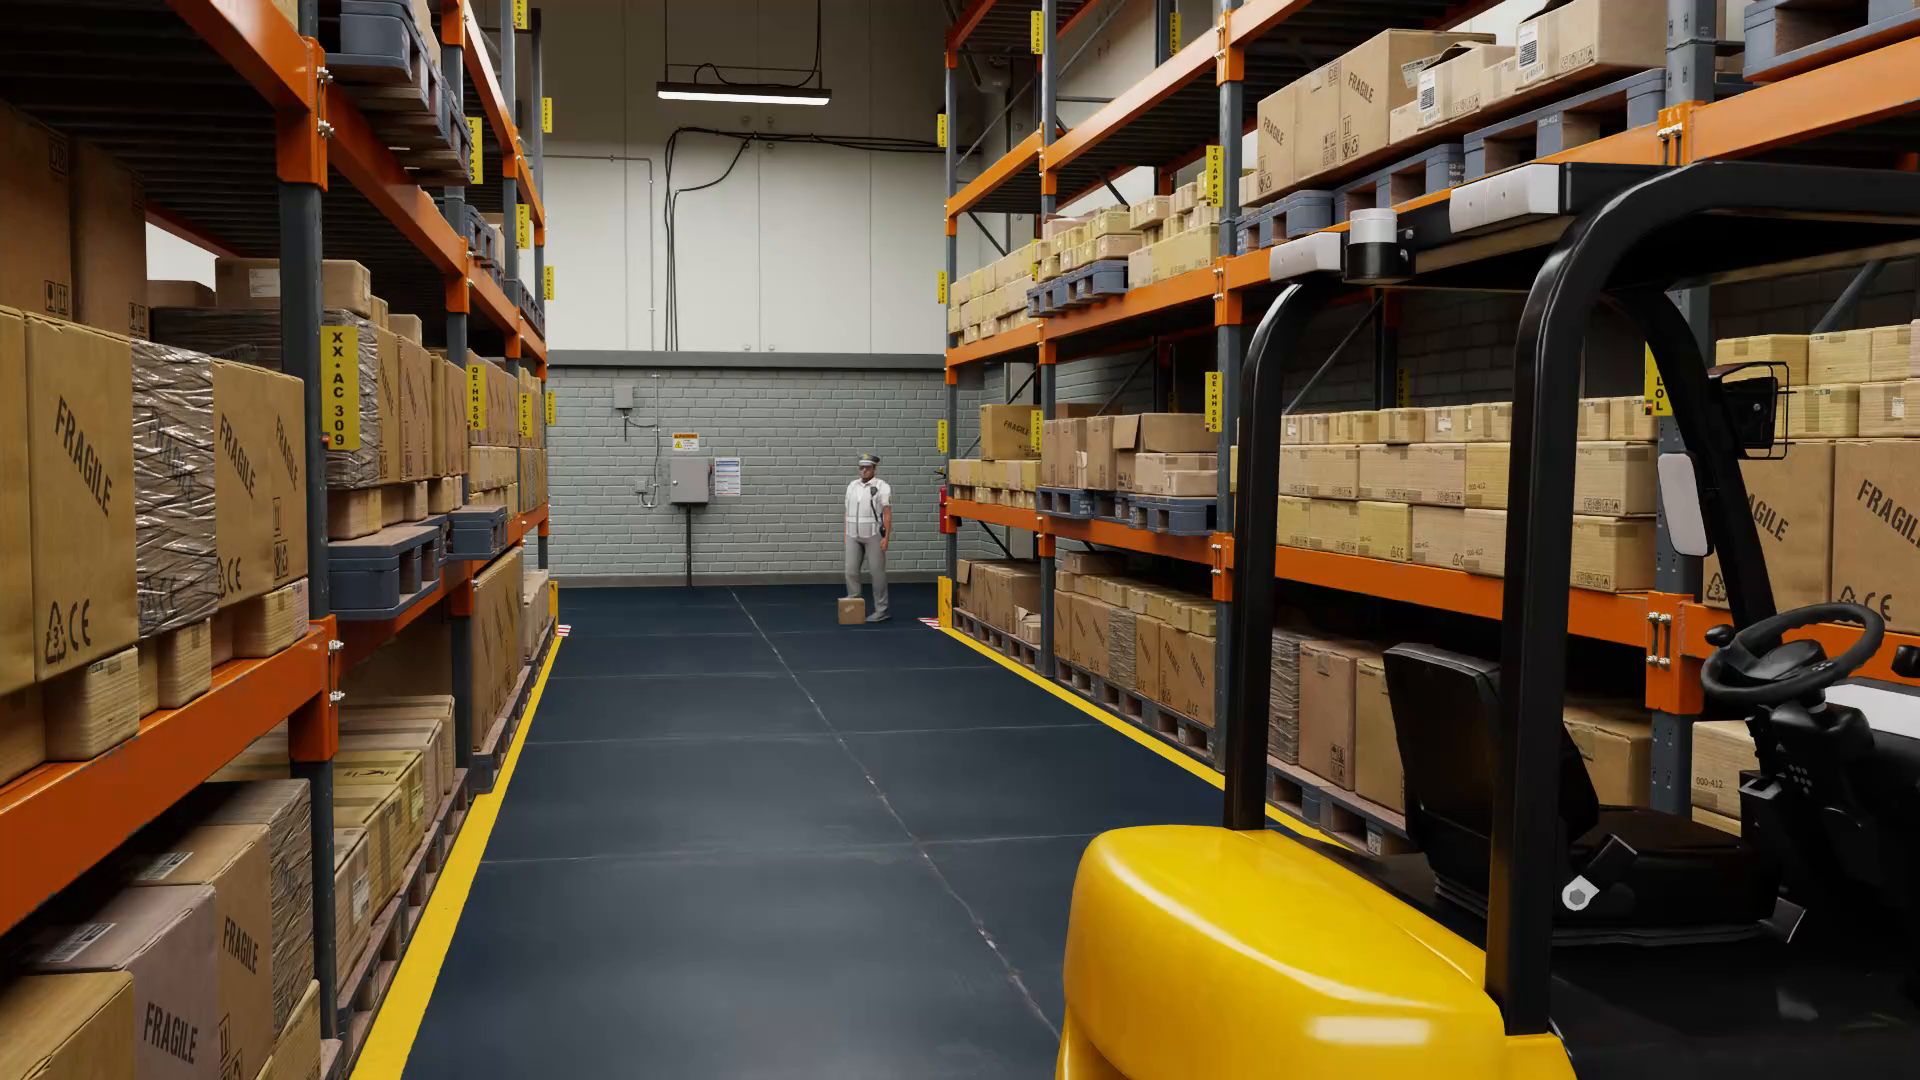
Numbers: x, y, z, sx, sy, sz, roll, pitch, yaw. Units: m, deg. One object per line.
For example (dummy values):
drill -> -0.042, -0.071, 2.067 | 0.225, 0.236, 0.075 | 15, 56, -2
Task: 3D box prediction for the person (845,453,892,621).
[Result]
person -> -0.992, -0.023, 17.530 | 0.529, 1.777, 0.421 | 1, 3, 23
